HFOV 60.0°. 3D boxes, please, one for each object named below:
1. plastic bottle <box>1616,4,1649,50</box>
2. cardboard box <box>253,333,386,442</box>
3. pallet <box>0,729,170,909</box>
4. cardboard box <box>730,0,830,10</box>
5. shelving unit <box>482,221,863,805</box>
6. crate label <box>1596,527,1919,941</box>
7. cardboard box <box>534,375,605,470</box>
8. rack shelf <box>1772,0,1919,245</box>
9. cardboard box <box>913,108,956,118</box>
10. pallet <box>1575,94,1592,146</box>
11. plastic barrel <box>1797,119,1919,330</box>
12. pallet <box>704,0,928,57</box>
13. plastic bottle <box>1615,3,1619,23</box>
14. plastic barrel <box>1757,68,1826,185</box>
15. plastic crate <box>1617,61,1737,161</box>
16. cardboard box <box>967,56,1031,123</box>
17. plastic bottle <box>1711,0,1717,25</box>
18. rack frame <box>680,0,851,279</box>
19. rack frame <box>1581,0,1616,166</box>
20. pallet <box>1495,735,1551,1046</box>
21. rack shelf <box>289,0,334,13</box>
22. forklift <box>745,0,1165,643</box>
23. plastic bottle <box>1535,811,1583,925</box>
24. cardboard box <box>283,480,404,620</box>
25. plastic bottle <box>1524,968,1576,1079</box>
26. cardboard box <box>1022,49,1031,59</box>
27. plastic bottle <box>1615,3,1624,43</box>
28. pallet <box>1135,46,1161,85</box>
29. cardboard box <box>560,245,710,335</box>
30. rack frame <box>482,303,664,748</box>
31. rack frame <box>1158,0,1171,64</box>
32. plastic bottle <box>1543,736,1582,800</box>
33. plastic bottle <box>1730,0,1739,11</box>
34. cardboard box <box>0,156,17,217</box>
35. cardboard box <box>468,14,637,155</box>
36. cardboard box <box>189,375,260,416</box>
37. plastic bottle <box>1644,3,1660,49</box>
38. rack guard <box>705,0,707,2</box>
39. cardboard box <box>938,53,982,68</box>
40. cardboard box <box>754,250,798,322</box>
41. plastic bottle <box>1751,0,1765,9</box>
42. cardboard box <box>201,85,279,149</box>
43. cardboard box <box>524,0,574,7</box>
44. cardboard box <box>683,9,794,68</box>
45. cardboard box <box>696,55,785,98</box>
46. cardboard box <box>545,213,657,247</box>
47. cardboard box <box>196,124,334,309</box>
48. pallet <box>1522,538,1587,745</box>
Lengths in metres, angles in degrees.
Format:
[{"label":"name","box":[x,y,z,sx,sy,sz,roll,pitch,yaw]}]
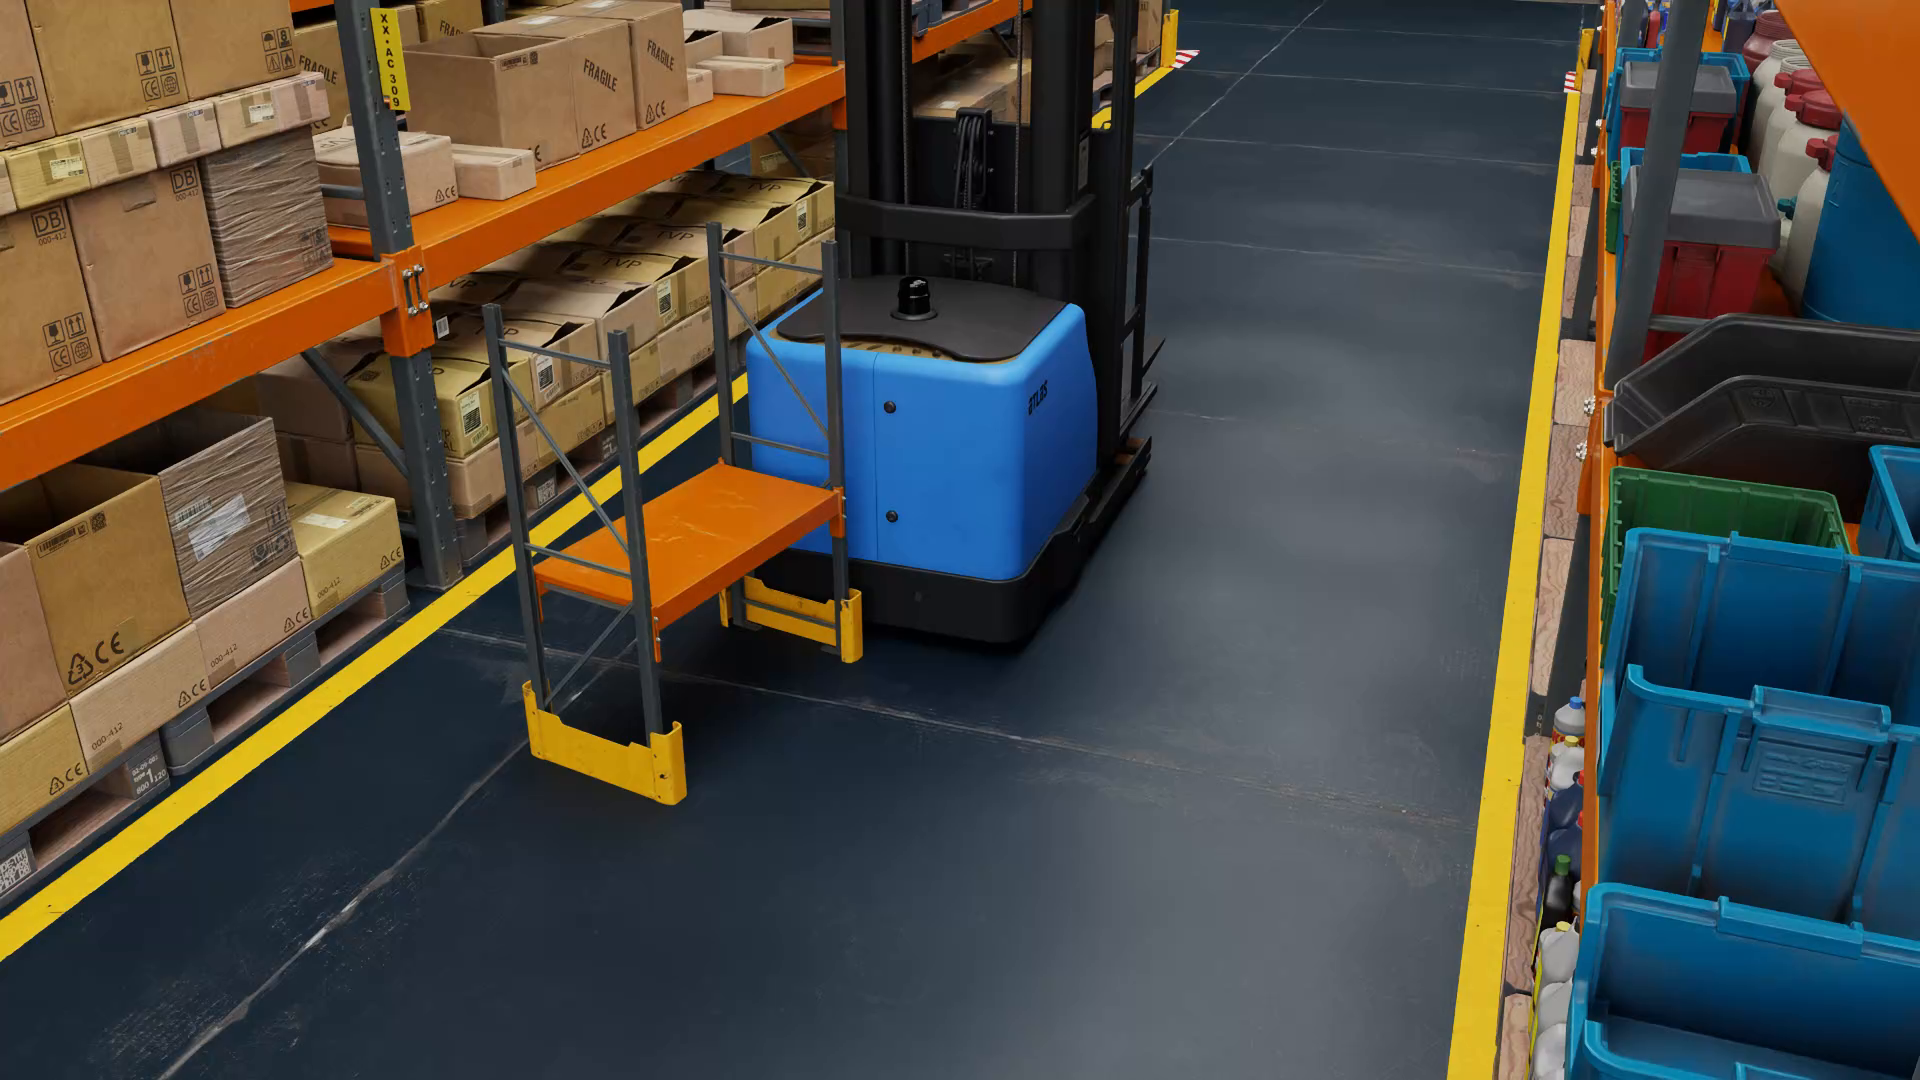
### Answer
[{"label":"plastic bottle","box":[3.795,-2.904,9.362,0.144,0.351,0.185,9,27,17]},{"label":"cardboard box","box":[-2.546,-0.657,6.695,0.500,0.311,0.500,9,27,17]},{"label":"pallet","box":[-3.119,0.834,4.786,1.003,0.211,1.213,9,27,17]},{"label":"cardboard box","box":[-0.976,-3.398,9.730,0.700,0.500,0.500,0,26,0]},{"label":"shelving unit","box":[-0.860,-0.129,5.295,0.587,1.500,1.083,14,29,27]},{"label":"crate label","box":[1.286,0.307,2.633,0.502,0.435,0.616,9,27,17]},{"label":"cardboard box","box":[-1.871,-0.536,7.089,0.500,0.250,0.500,9,27,19]},{"label":"rack shelf","box":[1.594,-0.730,2.199,1.077,0.370,4.000,9,27,17]},{"label":"cardboard box","box":[-0.318,-2.529,10.895,0.500,0.500,0.500,8,27,17]},{"label":"pallet","box":[5.534,-3.369,13.465,1.003,0.211,1.213,9,27,17]},{"label":"plastic barrel","box":[2.674,-0.866,4.521,0.600,0.901,0.708,9,27,17]},{"label":"pallet","box":[-0.920,-3.091,9.913,1.213,0.211,1.003,9,27,17]},{"label":"plastic bottle","box":[4.157,-3.314,10.381,0.097,0.201,0.097,0,26,0]},{"label":"plastic barrel","box":[3.173,-1.427,6.100,0.433,0.535,0.433,0,26,0]},{"label":"plastic crate","box":[2.764,-1.578,6.494,0.402,0.464,0.583,9,27,17]},{"label":"cardboard box","box":[0.358,-3.361,12.614,0.500,0.500,0.500,9,27,17]},{"label":"plastic bottle","box":[4.788,-3.386,10.359,0.144,0.351,0.185,9,27,17]},{"label":"rack frame","box":[-1.079,-2.889,9.275,1.000,3.000,0.127,9,27,17]},{"label":"rack frame","box":[4.922,-3.813,11.183,1.000,3.000,0.127,9,27,17]},{"label":"pallet","box":[1.997,1.000,4.443,1.003,0.211,1.213,9,27,17]},{"label":"rack shelf","box":[-5.086,-4.104,12.609,1.077,0.370,4.000,9,27,17]},{"label":"forklift","box":[0.209,-1.578,6.646,1.130,2.935,3.031,9,27,17]},{"label":"plastic bottle","box":[1.537,0.818,4.153,0.144,0.351,0.185,8,27,15]},{"label":"cardboard box","box":[-2.359,0.026,5.928,0.500,0.250,0.500,9,27,17]},{"label":"plastic bottle","box":[1.333,1.069,3.635,0.144,0.351,0.185,10,28,20]},{"label":"cardboard box","box":[0.424,-4.104,14.365,0.500,0.311,0.500,9,27,17]},{"label":"plastic bottle","box":[3.926,-3.061,9.777,0.097,0.271,0.097,0,26,0]},{"label":"pallet","box":[1.293,-4.562,15.931,1.003,0.211,1.213,9,27,17]},{"label":"cardboard box","box":[-1.527,-1.215,7.847,0.500,0.311,0.500,10,27,19]},{"label":"rack frame","box":[-1.119,0.066,4.892,0.500,1.500,0.032,14,29,27]},{"label":"rack frame","box":[1.583,-6.177,16.065,1.000,3.000,0.127,9,27,17]},{"label":"plastic bottle","box":[1.706,0.645,4.681,0.097,0.201,0.097,0,26,0]},{"label":"plastic bottle","box":[4.560,-3.049,9.752,0.097,0.271,0.097,0,26,0]},{"label":"cardboard box","box":[-2.723,-0.918,4.344,0.380,0.149,0.250,10,27,19]},{"label":"cardboard box","box":[-1.797,-2.026,7.377,0.500,0.500,0.500,9,27,18]},{"label":"cardboard box","box":[-2.860,-0.389,5.924,0.500,0.500,0.500,9,27,17]},{"label":"plastic bottle","box":[3.901,-2.869,9.368,0.061,0.283,0.133,9,27,17]},{"label":"rack guard","box":[-3.082,-5.778,18.110,1.175,0.500,0.348,9,27,17]},{"label":"cardboard box","box":[-0.139,-3.442,12.781,0.500,0.500,0.500,8,27,15]},{"label":"cardboard box","box":[-1.192,-1.377,8.824,0.500,0.250,0.500,8,27,17]},{"label":"plastic bottle","box":[4.684,-3.040,9.729,0.152,0.276,0.135,9,27,17]},{"label":"cardboard box","box":[-2.383,-1.338,5.212,0.380,0.149,0.250,8,27,16]},{"label":"cardboard box","box":[-3.789,-5.012,15.302,0.380,0.149,0.250,10,27,19]},{"label":"cardboard box","box":[-1.241,-2.706,8.998,0.500,0.311,0.500,11,28,21]},{"label":"cardboard box","box":[-1.118,-2.366,8.483,0.380,0.149,0.250,9,27,17]},{"label":"cardboard box","box":[-1.869,-1.494,8.423,0.500,0.311,0.500,8,27,16]},{"label":"cardboard box","box":[-2.552,-1.107,5.479,0.700,0.500,0.500,8,27,16]},{"label":"pallet","box":[2.484,0.401,5.679,1.003,0.211,1.213,9,27,17]}]
